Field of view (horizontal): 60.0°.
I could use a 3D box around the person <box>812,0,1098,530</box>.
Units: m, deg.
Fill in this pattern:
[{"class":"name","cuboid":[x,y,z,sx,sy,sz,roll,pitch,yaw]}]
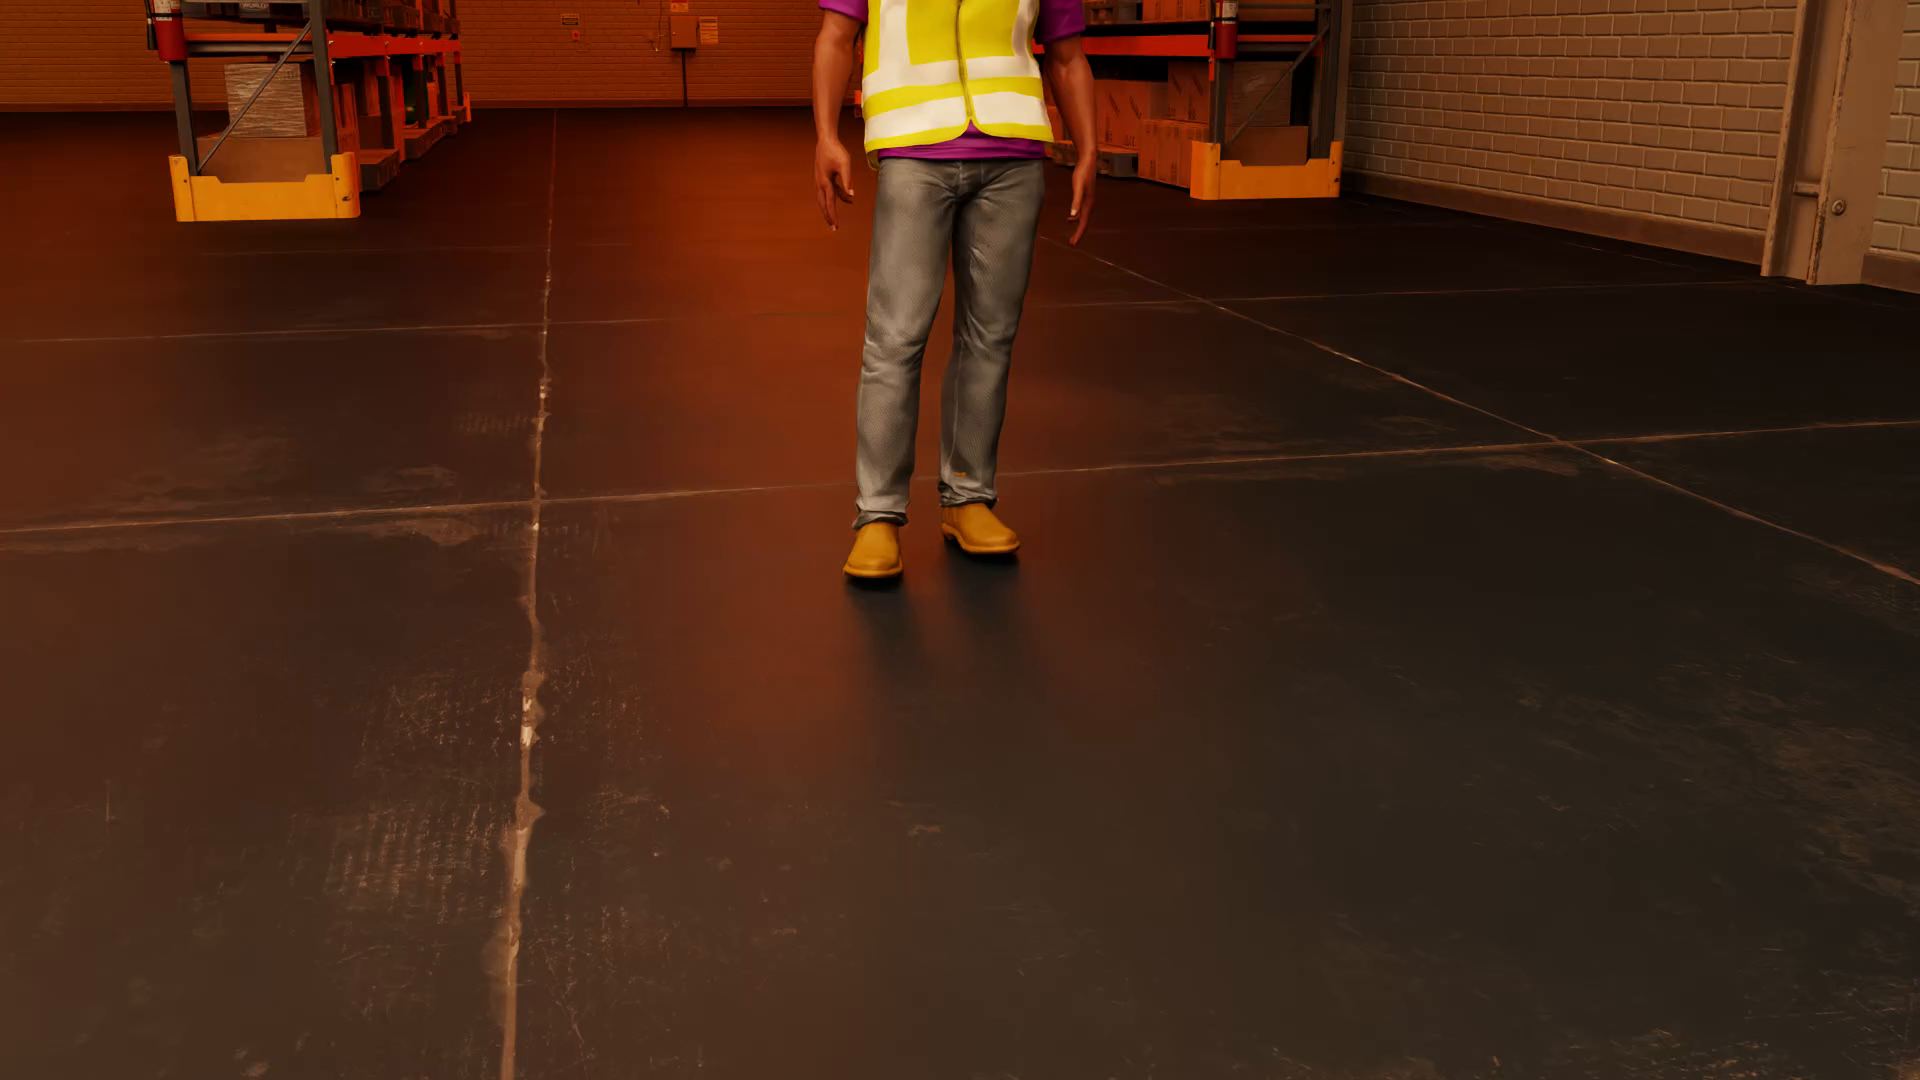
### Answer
[{"class":"person","cuboid":[-0.009,-0.884,3.761,0.665,1.706,0.420,-4,17,-12]}]
